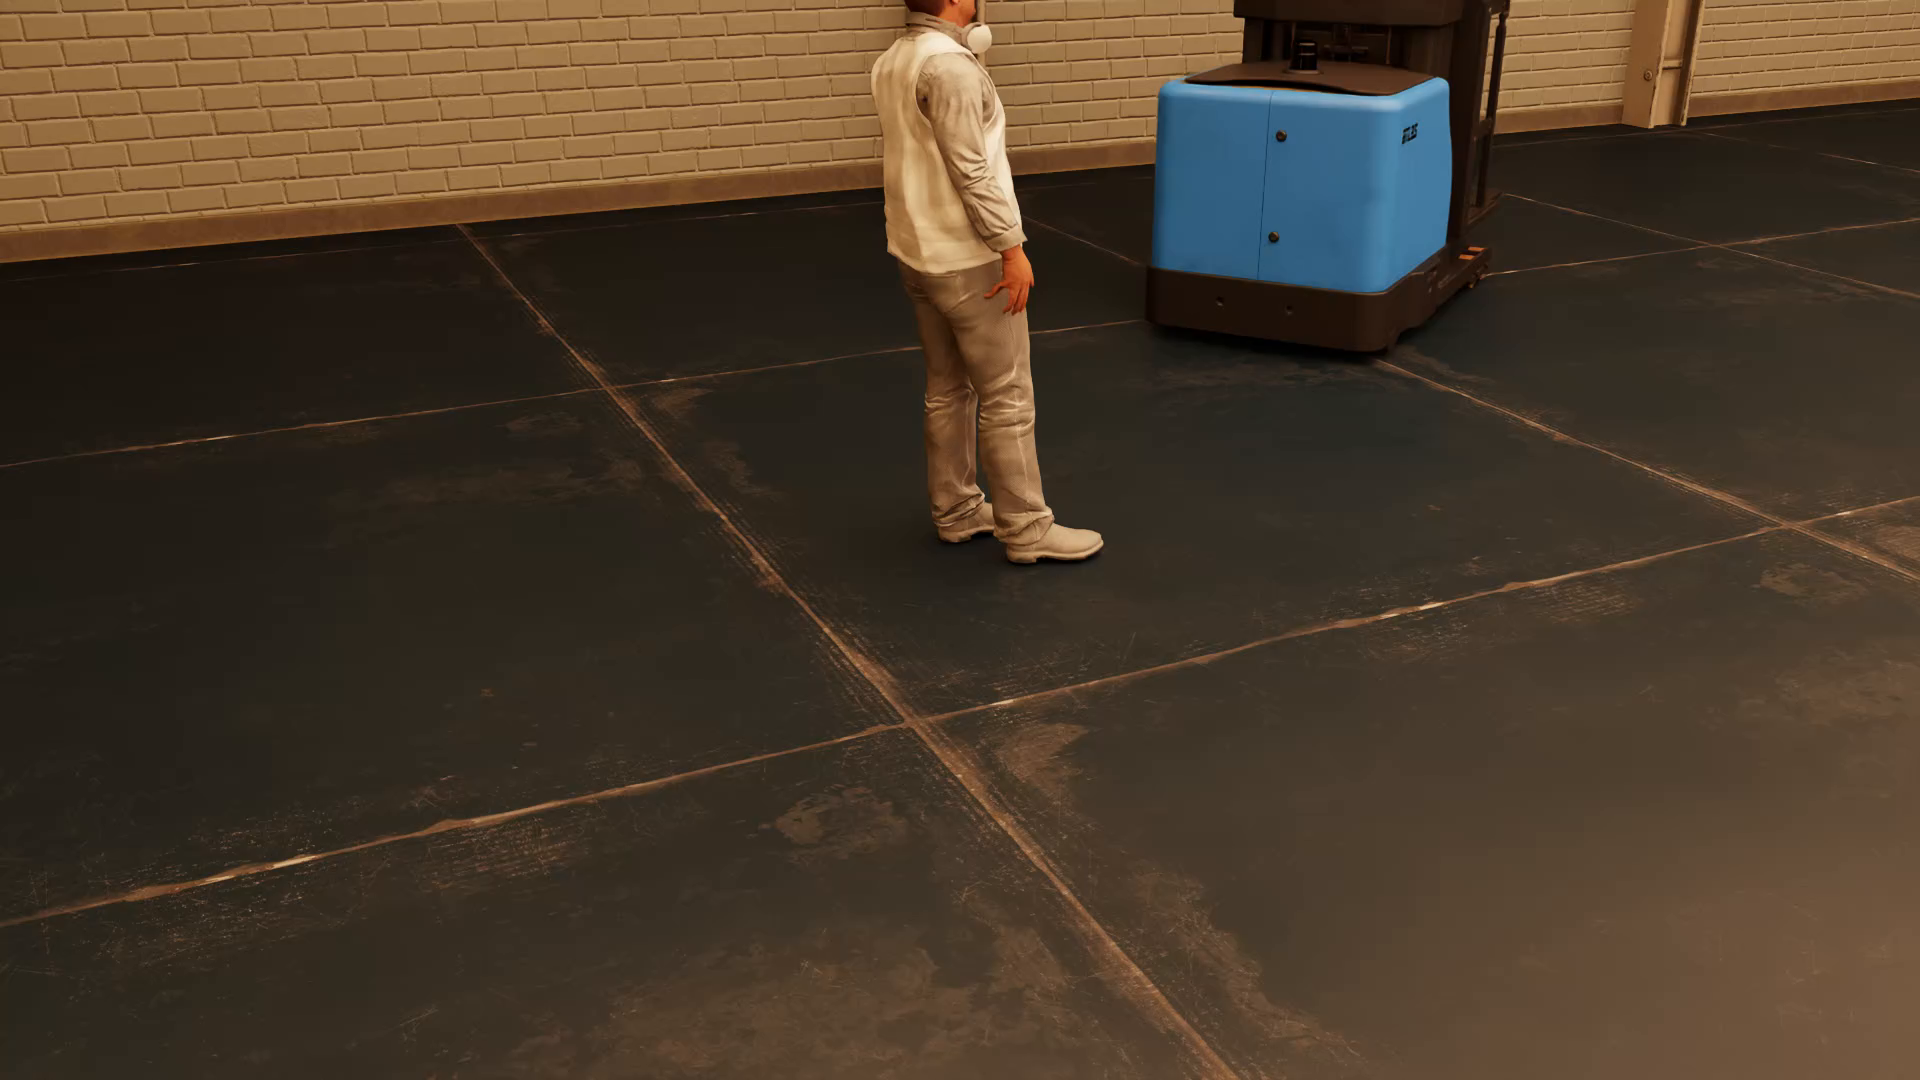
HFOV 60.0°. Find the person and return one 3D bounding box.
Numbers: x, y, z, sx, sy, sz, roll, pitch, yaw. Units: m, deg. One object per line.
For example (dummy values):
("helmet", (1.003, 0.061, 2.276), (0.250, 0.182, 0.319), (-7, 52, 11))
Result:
("person", (0.060, -0.833, 4.782), (0.566, 1.775, 0.633), (-10, 25, -23))

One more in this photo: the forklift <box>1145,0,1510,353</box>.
("forklift", (1.962, -2.641, 7.644), (1.130, 2.935, 3.031), (12, 25, 27))
